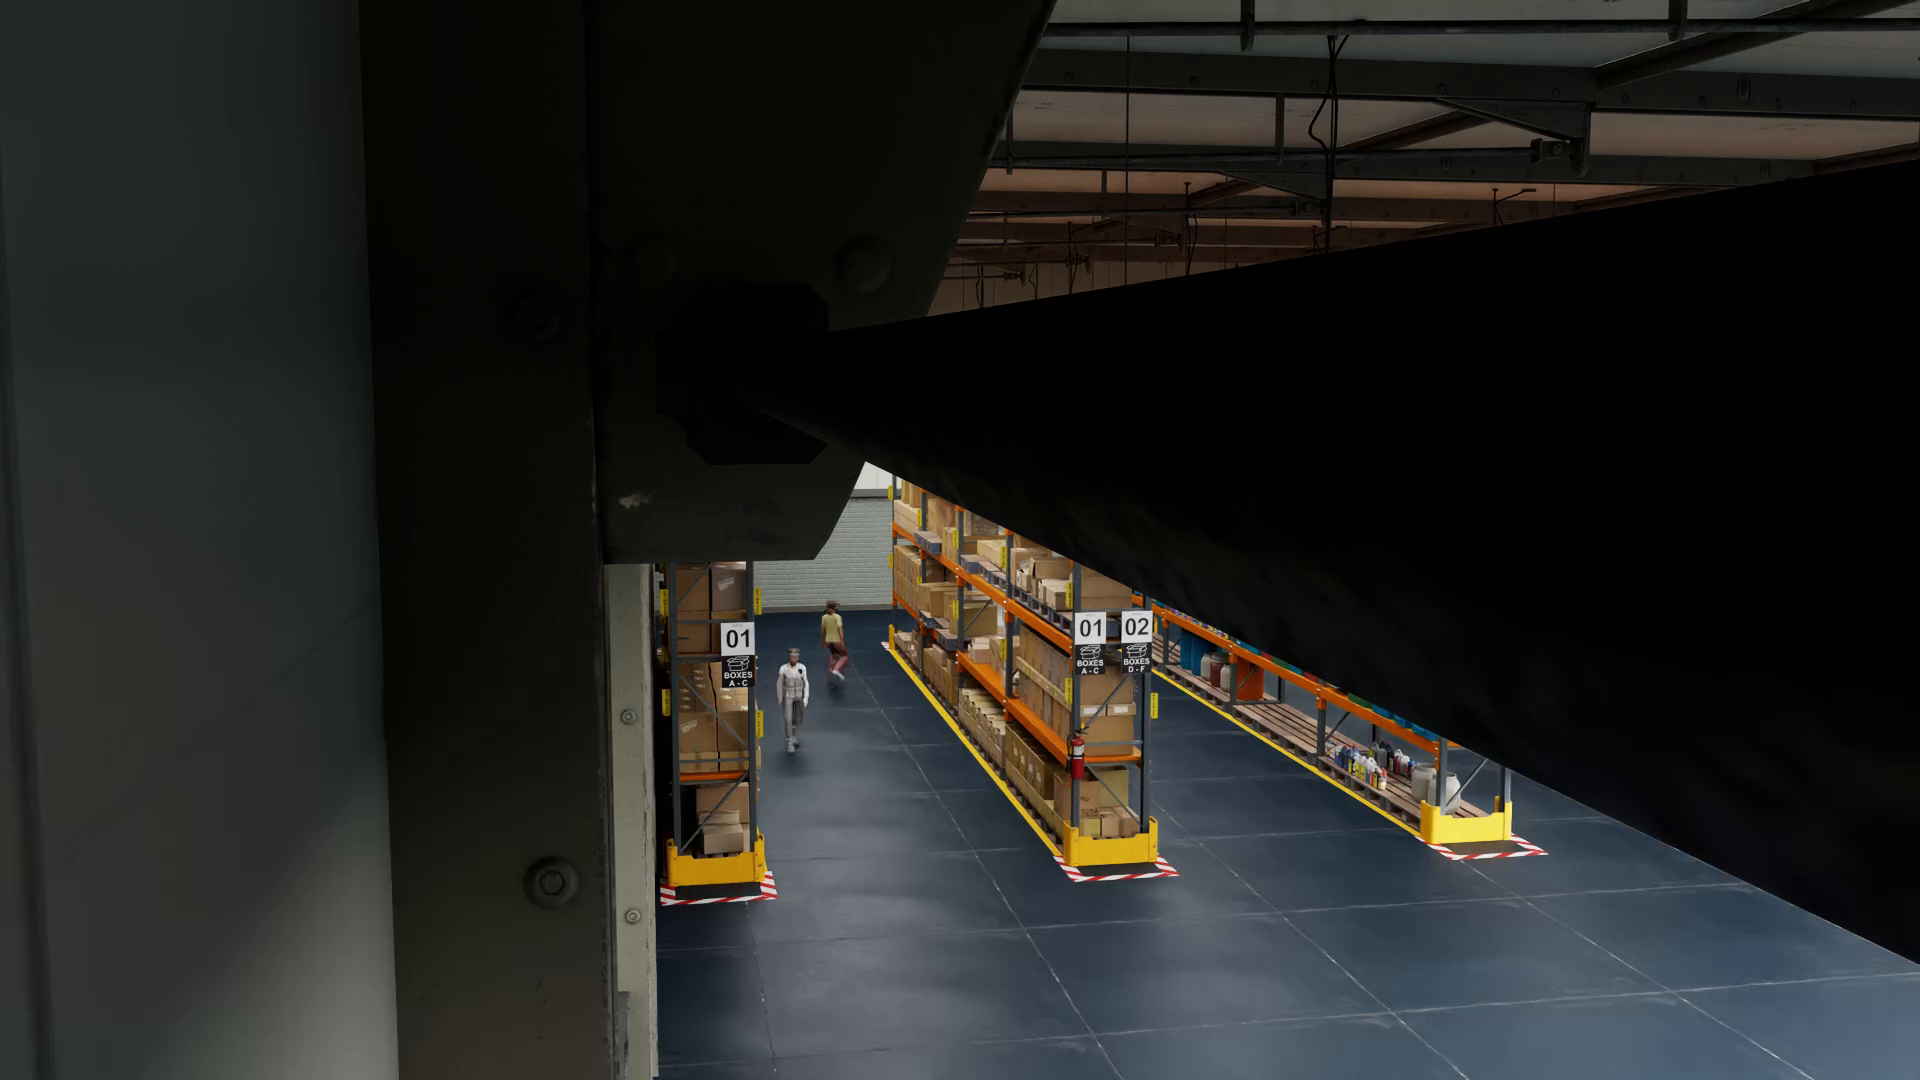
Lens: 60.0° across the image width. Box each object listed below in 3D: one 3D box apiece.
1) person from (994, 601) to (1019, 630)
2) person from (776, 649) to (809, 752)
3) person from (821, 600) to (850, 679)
[{"bbox_3d":[0.967,1.635,35.427,0.581,1.728,1.080,-2,6,-14],"label":"person"},{"bbox_3d":[-2.697,2.562,27.090,0.497,1.610,0.937,-3,7,-23],"label":"person"},{"bbox_3d":[-2.425,1.913,32.145,0.487,1.514,0.624,2,7,21],"label":"person"}]
